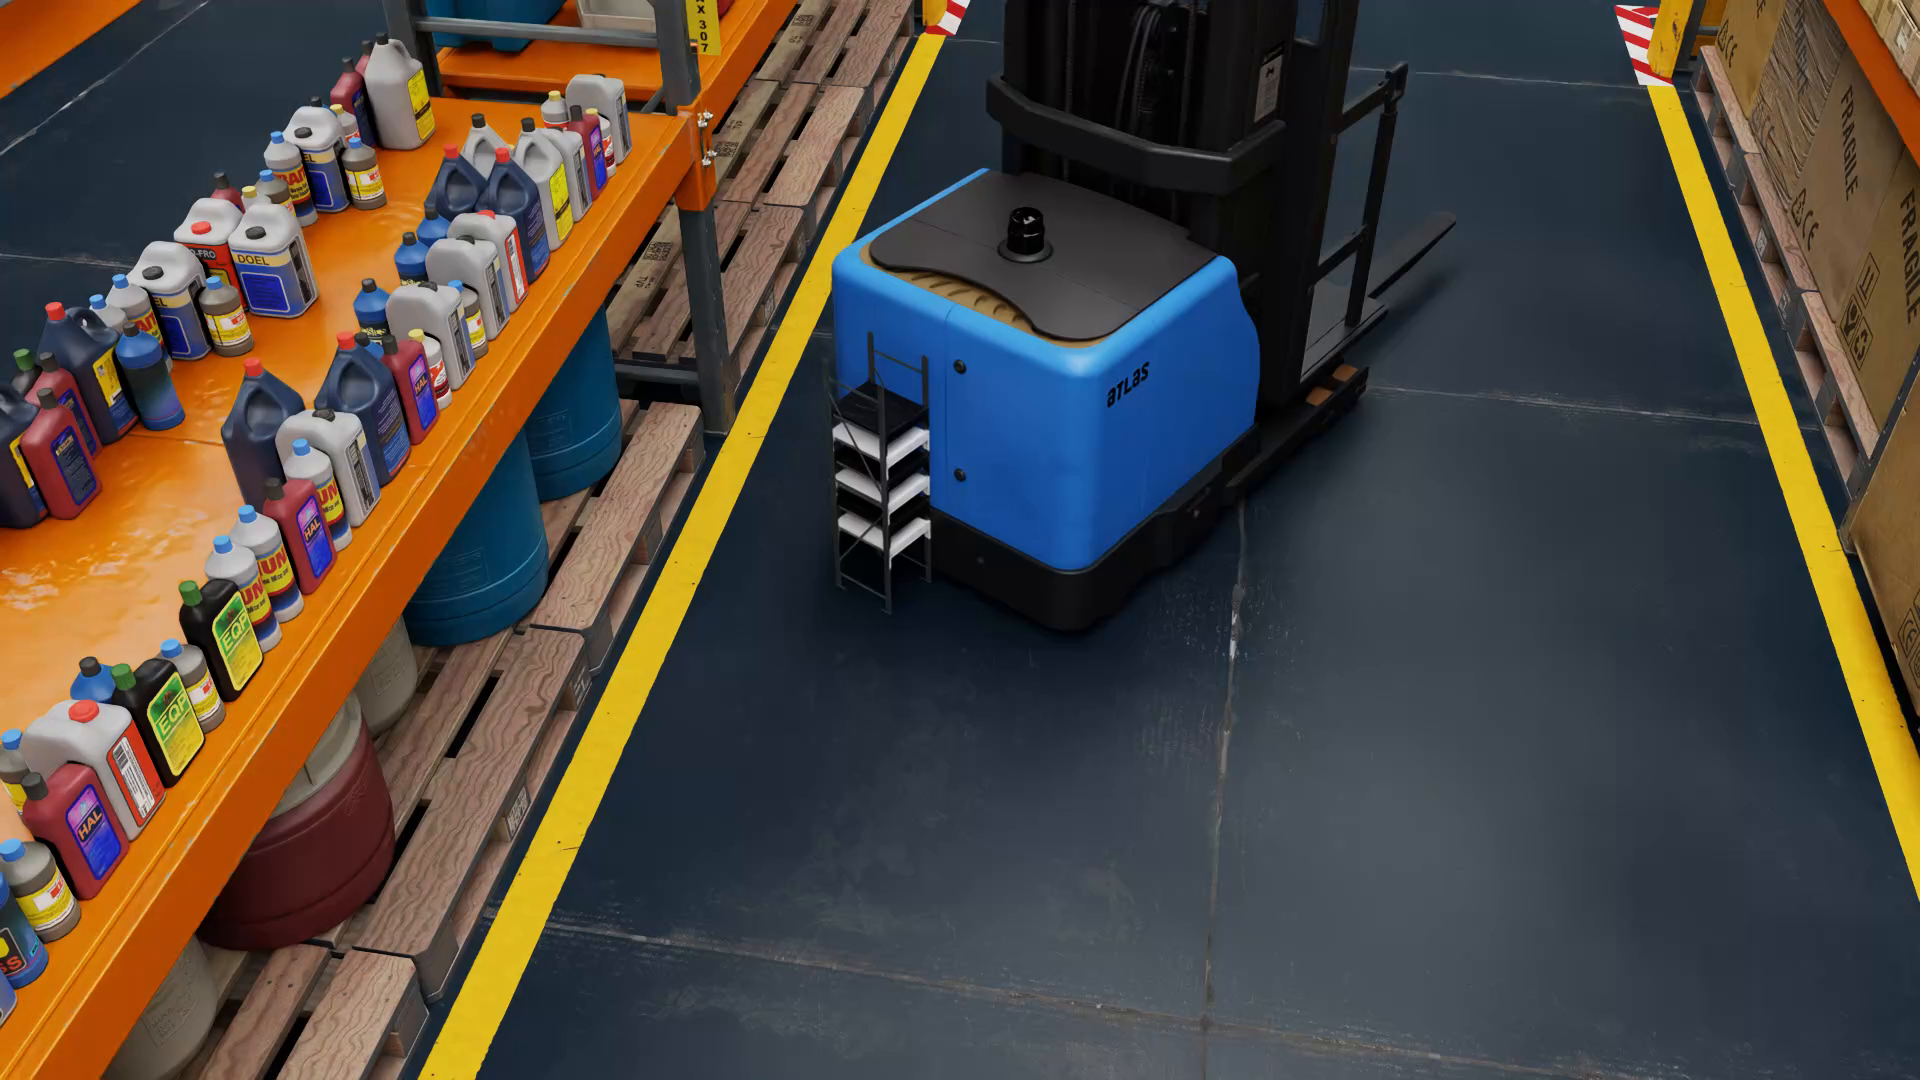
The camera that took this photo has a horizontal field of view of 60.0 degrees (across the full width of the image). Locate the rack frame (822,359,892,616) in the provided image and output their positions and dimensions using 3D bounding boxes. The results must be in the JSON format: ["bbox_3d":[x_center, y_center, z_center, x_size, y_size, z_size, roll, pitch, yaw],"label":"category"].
[{"bbox_3d":[-0.319,-0.148,5.223,0.240,0.900,0.006,27,47,29],"label":"rack frame"}]

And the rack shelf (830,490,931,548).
[{"bbox_3d":[-0.255,-0.103,5.362,0.258,0.077,0.200,27,47,29],"label":"rack shelf"}]

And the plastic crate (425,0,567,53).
[{"bbox_3d":[-1.606,-1.979,5.755,0.392,0.384,0.575,6,40,8],"label":"plastic crate"}]

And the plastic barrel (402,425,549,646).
[{"bbox_3d":[-1.584,-0.201,4.956,0.600,0.901,0.708,6,40,8],"label":"plastic barrel"}]

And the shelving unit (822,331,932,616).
[{"bbox_3d":[-0.255,-0.198,5.284,0.258,0.900,0.210,27,47,29],"label":"shelving unit"}]

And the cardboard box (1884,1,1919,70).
[{"bbox_3d":[3.391,-1.700,5.649,0.380,0.149,0.250,7,40,9],"label":"cardboard box"}]

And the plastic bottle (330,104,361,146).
[{"bbox_3d":[-1.860,-1.214,5.020,0.097,0.201,0.097,0,40,0],"label":"plastic bottle"}]

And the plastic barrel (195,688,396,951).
[{"bbox_3d":[-1.780,0.629,4.198,0.600,0.588,0.708,6,40,8],"label":"plastic barrel"}]

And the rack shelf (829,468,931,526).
[{"bbox_3d":[-0.255,-0.173,5.305,0.258,0.077,0.200,27,47,29],"label":"rack shelf"}]

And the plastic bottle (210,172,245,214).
[{"bbox_3d":[-1.988,-0.846,4.511,0.061,0.283,0.133,6,40,8],"label":"plastic bottle"}]

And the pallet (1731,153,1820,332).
[{"bbox_3d":[3.945,-1.247,7.093,1.003,0.211,1.213,6,40,8],"label":"pallet"}]

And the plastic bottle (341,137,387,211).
[{"bbox_3d":[-1.744,-1.075,4.852,0.097,0.201,0.097,0,40,0],"label":"plastic bottle"}]

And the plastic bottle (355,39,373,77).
[{"bbox_3d":[-1.835,-1.404,5.185,0.061,0.283,0.133,6,40,8],"label":"plastic bottle"}]

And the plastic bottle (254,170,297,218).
[{"bbox_3d":[-1.934,-0.946,4.696,0.097,0.201,0.097,0,40,0],"label":"plastic bottle"}]

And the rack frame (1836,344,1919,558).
[{"bbox_3d":[3.527,-1.085,4.709,1.000,3.000,0.127,6,40,8],"label":"rack frame"}]

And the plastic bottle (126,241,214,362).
[{"bbox_3d":[-2.007,-0.609,4.229,0.152,0.276,0.135,6,40,8],"label":"plastic bottle"}]

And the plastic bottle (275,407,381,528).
[{"bbox_3d":[-1.410,-0.180,3.711,0.152,0.276,0.135,6,40,8],"label":"plastic bottle"}]

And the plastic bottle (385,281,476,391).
[{"bbox_3d":[-1.315,-0.525,4.128,0.152,0.276,0.135,6,40,8],"label":"plastic bottle"}]

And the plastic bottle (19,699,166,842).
[{"bbox_3d":[-1.570,0.400,3.009,0.152,0.276,0.135,6,40,8],"label":"plastic bottle"}]

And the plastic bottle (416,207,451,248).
[{"bbox_3d":[-1.377,-0.755,4.410,0.097,0.271,0.097,0,40,0],"label":"plastic bottle"}]

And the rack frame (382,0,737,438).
[{"bbox_3d":[-1.351,-1.632,5.369,1.000,3.000,0.127,6,40,8],"label":"rack frame"}]

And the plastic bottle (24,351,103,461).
[{"bbox_3d":[-2.081,-0.287,3.835,0.061,0.283,0.133,6,40,8],"label":"plastic bottle"}]

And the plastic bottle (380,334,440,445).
[{"bbox_3d":[-1.310,-0.378,3.944,0.061,0.283,0.133,6,40,8],"label":"plastic bottle"}]

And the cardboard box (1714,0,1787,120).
[{"bbox_3d":[4.187,-2.528,7.792,0.875,0.875,0.875,6,40,8],"label":"cardboard box"}]

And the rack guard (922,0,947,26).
[{"bbox_3d":[-0.667,-3.195,9.222,1.175,0.500,0.348,6,40,8],"label":"rack guard"}]

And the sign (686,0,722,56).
[{"bbox_3d":[-0.810,-1.676,5.206,0.100,0.325,0.005,6,40,8],"label":"sign"}]

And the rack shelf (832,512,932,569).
[{"bbox_3d":[-0.255,-0.034,5.420,0.258,0.077,0.200,27,47,29],"label":"rack shelf"}]

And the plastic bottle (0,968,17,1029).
[{"bbox_3d":[-1.650,0.691,2.658,0.152,0.276,0.135,6,40,8],"label":"plastic bottle"}]

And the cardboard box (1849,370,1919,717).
[{"bbox_3d":[3.436,-0.025,4.764,1.225,0.875,0.875,7,40,8],"label":"cardboard box"}]

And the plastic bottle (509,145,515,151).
[{"bbox_3d":[-1.290,-1.045,4.816,0.097,0.201,0.097,0,40,0],"label":"plastic bottle"}]

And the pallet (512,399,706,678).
[{"bbox_3d":[-1.526,-0.077,5.678,1.003,0.211,1.213,6,40,8],"label":"pallet"}]

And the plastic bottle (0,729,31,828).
[{"bbox_3d":[-1.696,0.427,3.035,0.097,0.201,0.097,0,40,0],"label":"plastic bottle"}]

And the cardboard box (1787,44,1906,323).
[{"bbox_3d":[3.876,-1.399,6.425,0.875,0.875,0.875,6,40,8],"label":"cardboard box"}]

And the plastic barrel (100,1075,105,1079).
[{"bbox_3d":[-1.975,1.244,3.264,0.600,0.830,0.708,6,40,8],"label":"plastic barrel"}]

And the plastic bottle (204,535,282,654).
[{"bbox_3d":[-1.460,0.104,3.371,0.097,0.271,0.097,0,40,0],"label":"plastic bottle"}]

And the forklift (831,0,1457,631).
[{"bbox_3d":[0.901,-1.718,5.528,1.130,2.935,3.031,27,47,29],"label":"forklift"}]

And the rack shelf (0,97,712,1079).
[{"bbox_3d":[-1.697,-0.099,4.080,1.077,0.370,4.000,6,40,8],"label":"rack shelf"}]

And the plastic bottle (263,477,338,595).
[{"bbox_3d":[-1.405,-0.032,3.527,0.061,0.283,0.133,6,40,8],"label":"plastic bottle"}]

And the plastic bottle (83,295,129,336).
[{"bbox_3d":[-2.071,-0.476,4.073,0.097,0.271,0.097,0,40,0],"label":"plastic bottle"}]

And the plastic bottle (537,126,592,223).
[{"bbox_3d":[-1.164,-1.071,4.789,0.152,0.276,0.135,6,40,8],"label":"plastic bottle"}]

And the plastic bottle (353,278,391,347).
[{"bbox_3d":[-1.441,-0.525,4.132,0.097,0.271,0.097,0,40,0],"label":"plastic bottle"}]

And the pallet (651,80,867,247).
[{"bbox_3d":[-1.053,-1.791,7.750,1.003,0.211,1.213,6,40,8],"label":"pallet"}]

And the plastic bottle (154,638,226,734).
[{"bbox_3d":[-1.500,0.276,3.219,0.097,0.201,0.097,0,40,0],"label":"plastic bottle"}]

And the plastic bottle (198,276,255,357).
[{"bbox_3d":[-1.881,-0.578,4.251,0.097,0.201,0.097,0,40,0],"label":"plastic bottle"}]

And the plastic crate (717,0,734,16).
[{"bbox_3d":[-0.949,-2.212,5.974,0.402,0.464,0.583,6,40,8],"label":"plastic crate"}]

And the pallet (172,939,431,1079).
[{"bbox_3d":[-1.948,1.454,3.826,1.003,0.211,1.213,6,40,8],"label":"pallet"}]

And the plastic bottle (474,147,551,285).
[{"bbox_3d":[-1.220,-0.884,4.503,0.144,0.351,0.185,6,40,8],"label":"plastic bottle"}]

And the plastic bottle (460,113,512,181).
[{"bbox_3d":[-1.330,-1.016,4.663,0.144,0.351,0.185,6,40,8],"label":"plastic bottle"}]

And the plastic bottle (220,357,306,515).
[{"bbox_3d":[-1.552,-0.241,3.726,0.144,0.351,0.185,6,40,8],"label":"plastic bottle"}]

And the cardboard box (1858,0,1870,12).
[{"bbox_3d":[3.479,-2.023,6.039,0.380,0.149,0.250,6,40,7],"label":"cardboard box"}]

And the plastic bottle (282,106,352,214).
[{"bbox_3d":[-1.870,-1.106,4.831,0.152,0.276,0.135,6,40,8],"label":"plastic bottle"}]

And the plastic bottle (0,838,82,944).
[{"bbox_3d":[-1.586,0.589,2.840,0.097,0.201,0.097,0,40,0],"label":"plastic bottle"}]

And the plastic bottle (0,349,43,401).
[{"bbox_3d":[-2.141,-0.294,3.843,0.061,0.283,0.133,6,40,8],"label":"plastic bottle"}]

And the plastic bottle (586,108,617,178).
[{"bbox_3d":[-1.094,-1.196,4.999,0.097,0.201,0.097,0,40,0],"label":"plastic bottle"}]

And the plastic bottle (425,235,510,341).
[{"bbox_3d":[-1.275,-0.671,4.304,0.152,0.276,0.135,6,40,8],"label":"plastic bottle"}]
